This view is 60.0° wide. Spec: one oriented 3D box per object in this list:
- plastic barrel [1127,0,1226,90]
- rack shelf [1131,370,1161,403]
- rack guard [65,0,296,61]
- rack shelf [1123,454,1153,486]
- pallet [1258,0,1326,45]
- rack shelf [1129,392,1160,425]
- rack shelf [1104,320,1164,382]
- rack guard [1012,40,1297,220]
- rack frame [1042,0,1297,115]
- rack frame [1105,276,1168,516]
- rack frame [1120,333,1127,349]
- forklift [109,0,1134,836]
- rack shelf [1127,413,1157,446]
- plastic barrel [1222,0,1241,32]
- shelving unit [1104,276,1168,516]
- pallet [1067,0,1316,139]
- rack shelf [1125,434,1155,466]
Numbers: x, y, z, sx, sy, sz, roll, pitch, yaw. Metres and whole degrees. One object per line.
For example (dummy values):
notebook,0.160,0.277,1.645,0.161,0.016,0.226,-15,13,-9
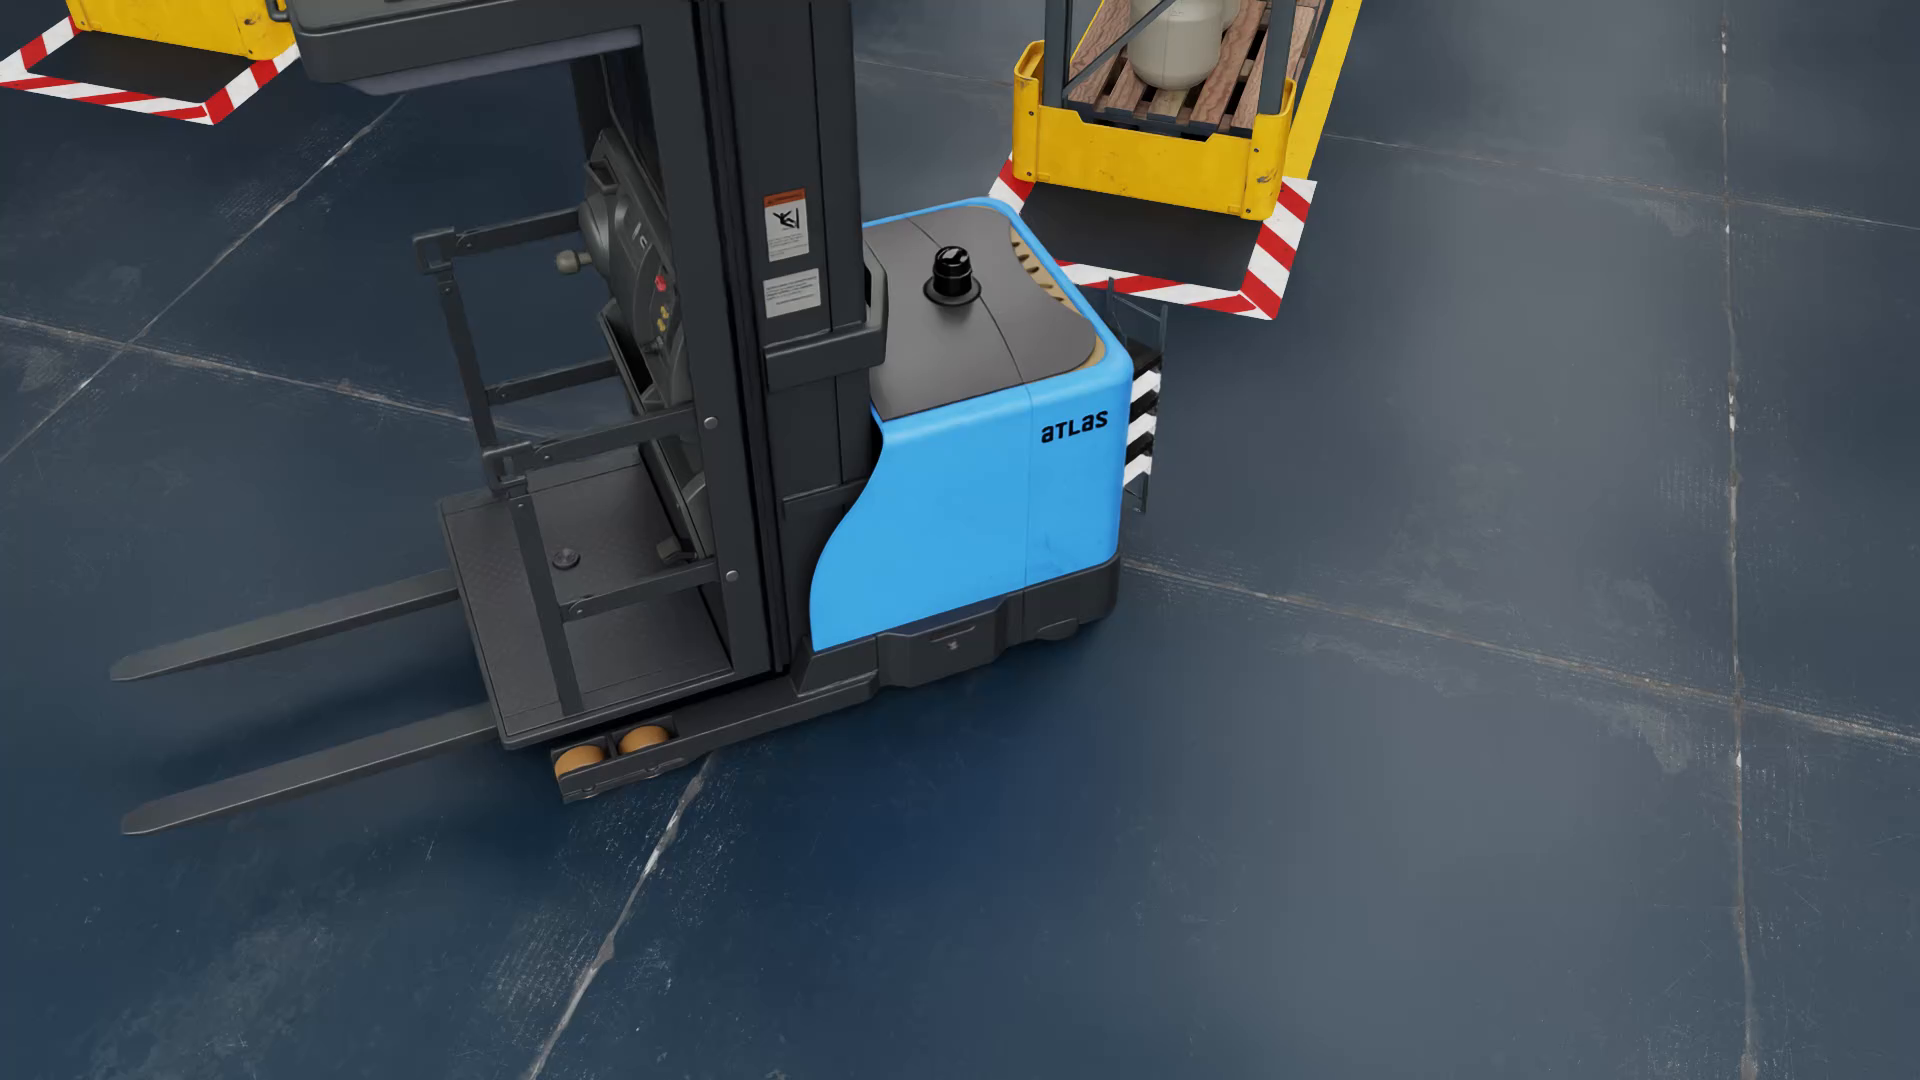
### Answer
plastic barrel,0.972,-2.328,7.463,0.421,0.512,0.421,0,44,0
rack shelf,0.494,-0.519,5.427,0.258,0.077,0.200,34,53,29
rack guard,-3.882,-2.755,8.208,1.175,0.500,0.348,13,46,13
rack shelf,0.494,-0.261,5.679,0.258,0.077,0.200,34,53,29
pallet,1.446,-3.027,8.693,1.003,0.211,1.213,13,46,13
rack shelf,0.494,-0.454,5.490,0.258,0.077,0.200,34,53,29
rack shelf,0.494,-0.583,5.364,0.258,0.077,0.200,34,53,29
rack guard,0.823,-1.780,7.211,1.175,0.500,0.348,13,46,13
rack frame,0.845,-2.613,6.275,1.000,3.000,0.127,13,46,13
rack frame,0.564,-0.466,5.582,0.240,0.900,0.006,34,53,29
rack frame,0.424,-0.362,5.477,0.240,0.900,0.006,34,53,29
forklift,-1.052,-0.698,4.367,3.031,2.935,1.130,-16,47,-16
rack shelf,0.494,-0.390,5.553,0.258,0.077,0.200,34,53,29
plastic barrel,1.123,-2.662,7.805,0.421,0.512,0.421,0,44,0
shelving unit,0.494,-0.414,5.530,0.258,0.900,0.210,34,53,29
pallet,1.074,-2.217,7.865,1.003,0.211,1.213,13,46,13
rack shelf,0.494,-0.326,5.616,0.258,0.077,0.200,34,53,29
